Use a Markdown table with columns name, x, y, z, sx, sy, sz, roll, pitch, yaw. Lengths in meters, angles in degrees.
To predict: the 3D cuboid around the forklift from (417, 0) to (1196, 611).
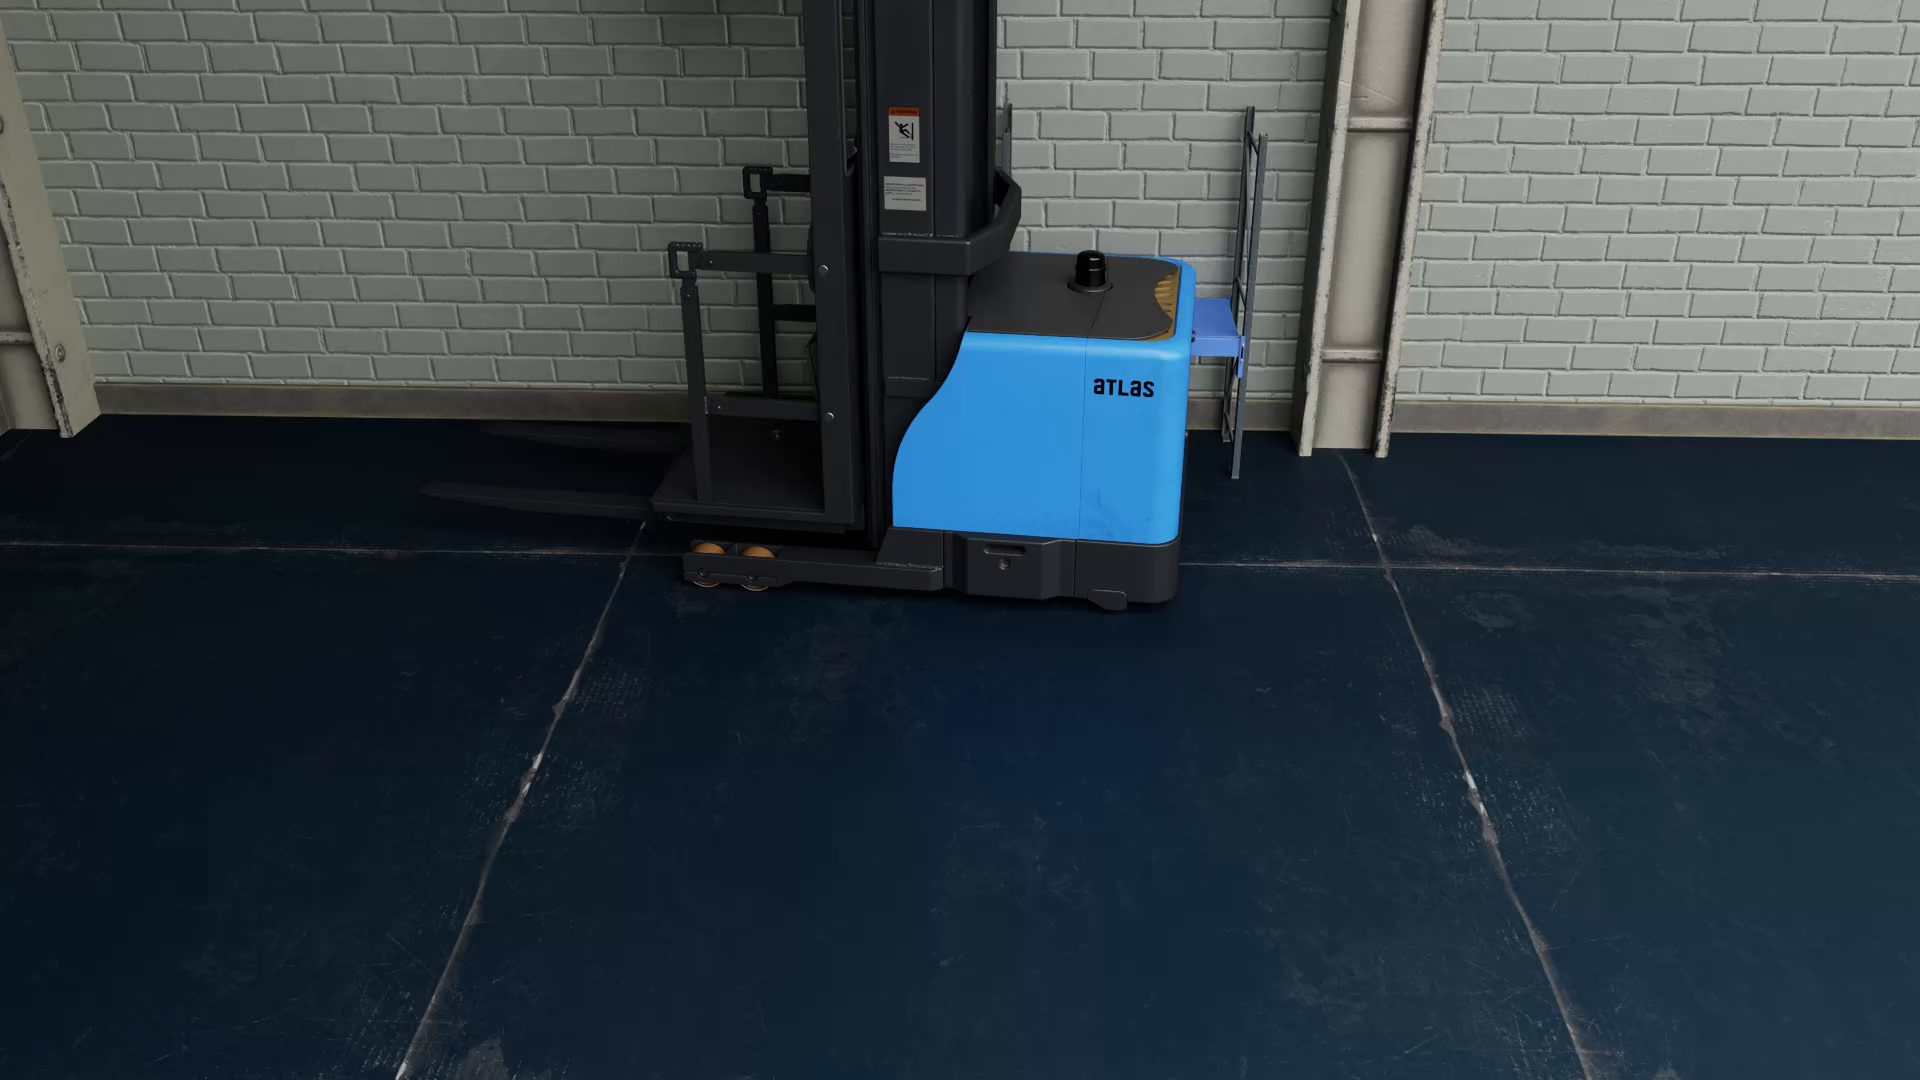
| name | x | y | z | sx | sy | sz | roll | pitch | yaw |
| --- | --- | --- | --- | --- | --- | --- | --- | --- | --- |
| forklift | -0.622 | -1.339 | 6.146 | 3.031 | 2.935 | 1.130 | 4 | 28 | 8 |

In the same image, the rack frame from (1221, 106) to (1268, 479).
| name | x | y | z | sx | sy | sz | roll | pitch | yaw |
| --- | --- | --- | --- | --- | --- | --- | --- | --- | --- |
| rack frame | 1.210 | -1.045 | 7.119 | 0.032 | 1.500 | 0.500 | 1 | 28 | 2 |

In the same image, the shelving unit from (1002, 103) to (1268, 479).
| name | x | y | z | sx | sy | sz | roll | pitch | yaw |
| --- | --- | --- | --- | --- | --- | --- | --- | --- | --- |
| shelving unit | 0.702 | -1.056 | 7.140 | 1.048 | 1.500 | 0.538 | 1 | 28 | 2 |

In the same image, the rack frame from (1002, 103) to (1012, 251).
| name | x | y | z | sx | sy | sz | roll | pitch | yaw |
| --- | --- | --- | --- | --- | --- | --- | --- | --- | --- |
| rack frame | 0.195 | -1.066 | 7.160 | 0.032 | 1.500 | 0.500 | 1 | 28 | 2 |

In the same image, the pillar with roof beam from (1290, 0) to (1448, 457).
| name | x | y | z | sx | sy | sz | roll | pitch | yaw |
| --- | --- | --- | --- | --- | --- | --- | --- | --- | --- |
| pillar with roof beam | 1.571 | -2.408 | 1.684 | 0.400 | 9.000 | 9.100 | 1 | 28 | 2 |

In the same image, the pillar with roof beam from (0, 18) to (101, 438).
| name | x | y | z | sx | sy | sz | roll | pitch | yaw |
| --- | --- | --- | --- | --- | --- | --- | --- | --- | --- |
| pillar with roof beam | -4.426 | -2.507 | 1.871 | 0.400 | 9.000 | 9.100 | 1 | 28 | 2 |

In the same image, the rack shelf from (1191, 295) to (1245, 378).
| name | x | y | z | sx | sy | sz | roll | pitch | yaw |
| --- | --- | --- | --- | --- | --- | --- | --- | --- | --- |
| rack shelf | 0.702 | -0.897 | 7.224 | 1.000 | 0.185 | 0.538 | 1 | 28 | 2 |
